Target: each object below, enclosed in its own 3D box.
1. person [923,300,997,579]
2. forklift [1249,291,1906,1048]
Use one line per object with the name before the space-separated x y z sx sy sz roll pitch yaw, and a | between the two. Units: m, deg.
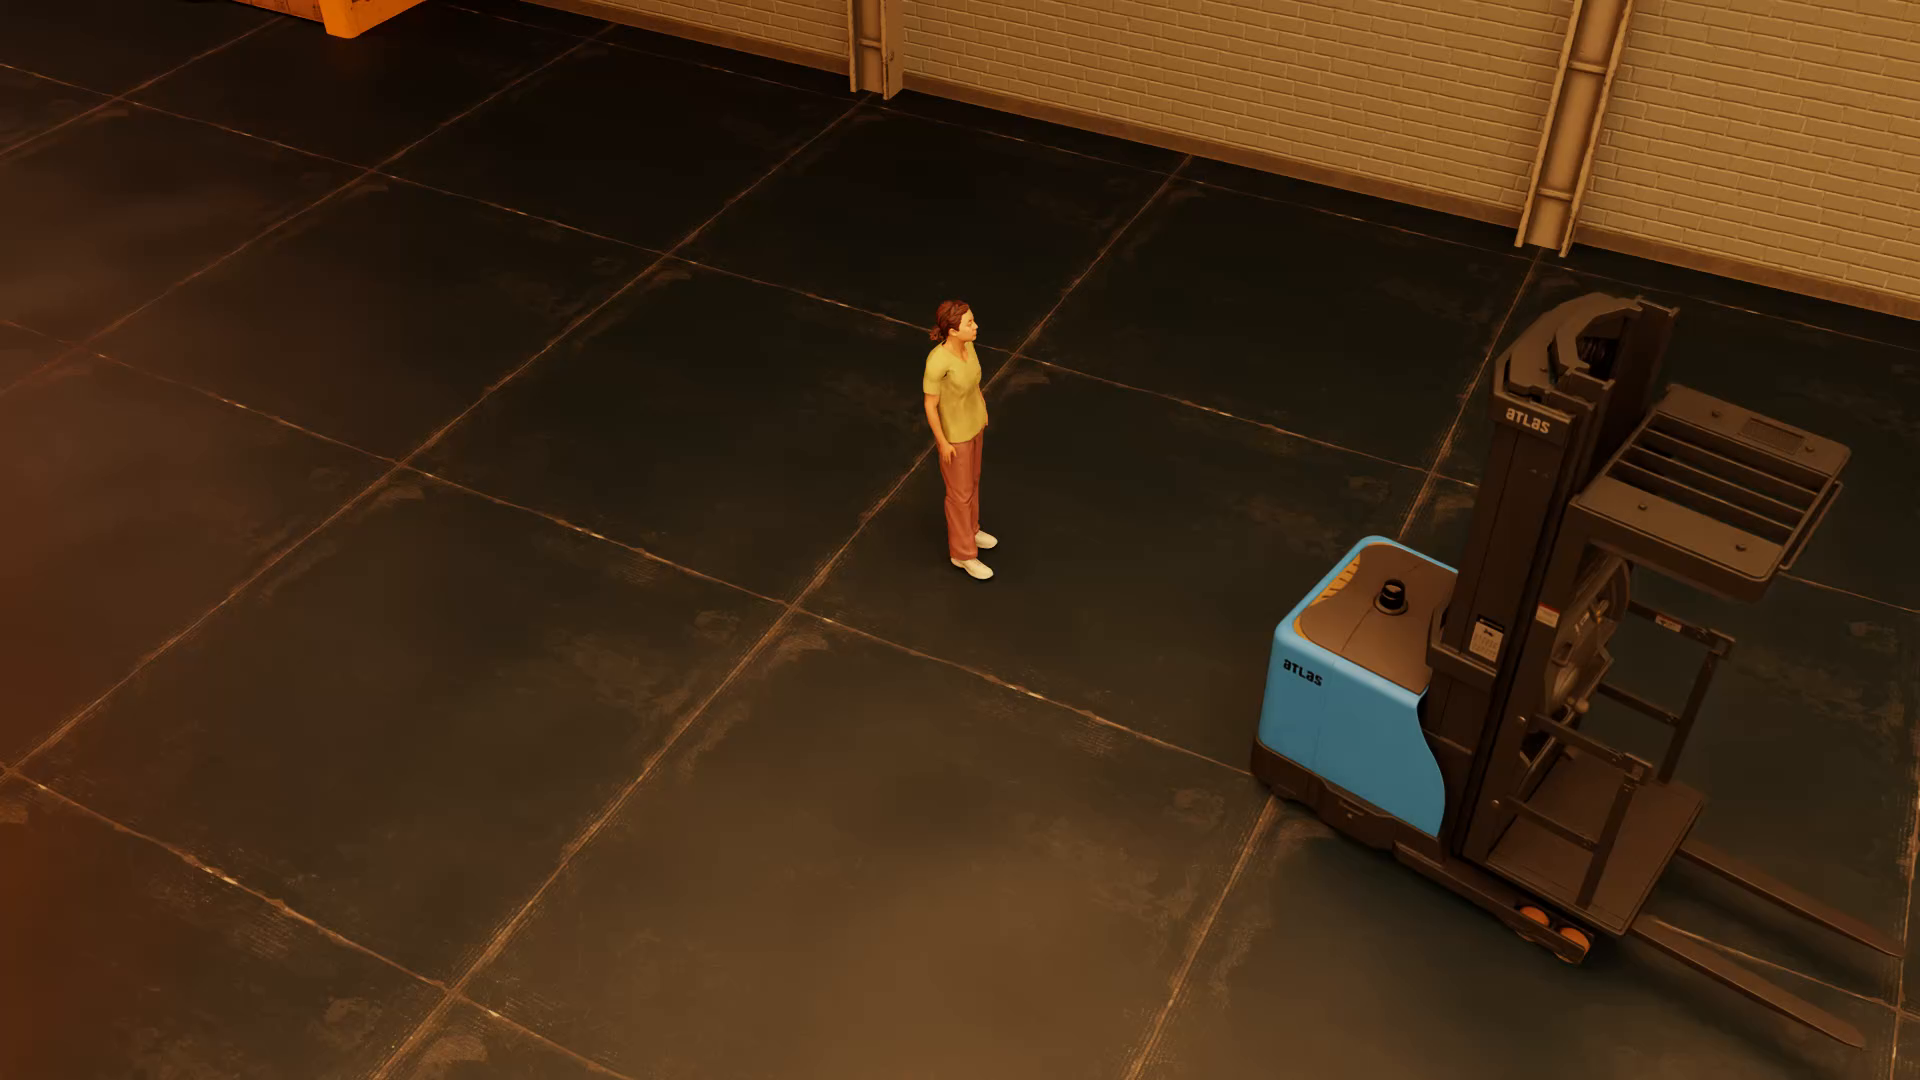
person | 0.060 -0.618 9.683 0.549 1.675 0.553 18 43 21
forklift | 2.984 0.491 7.403 3.031 2.935 1.130 28 47 29
